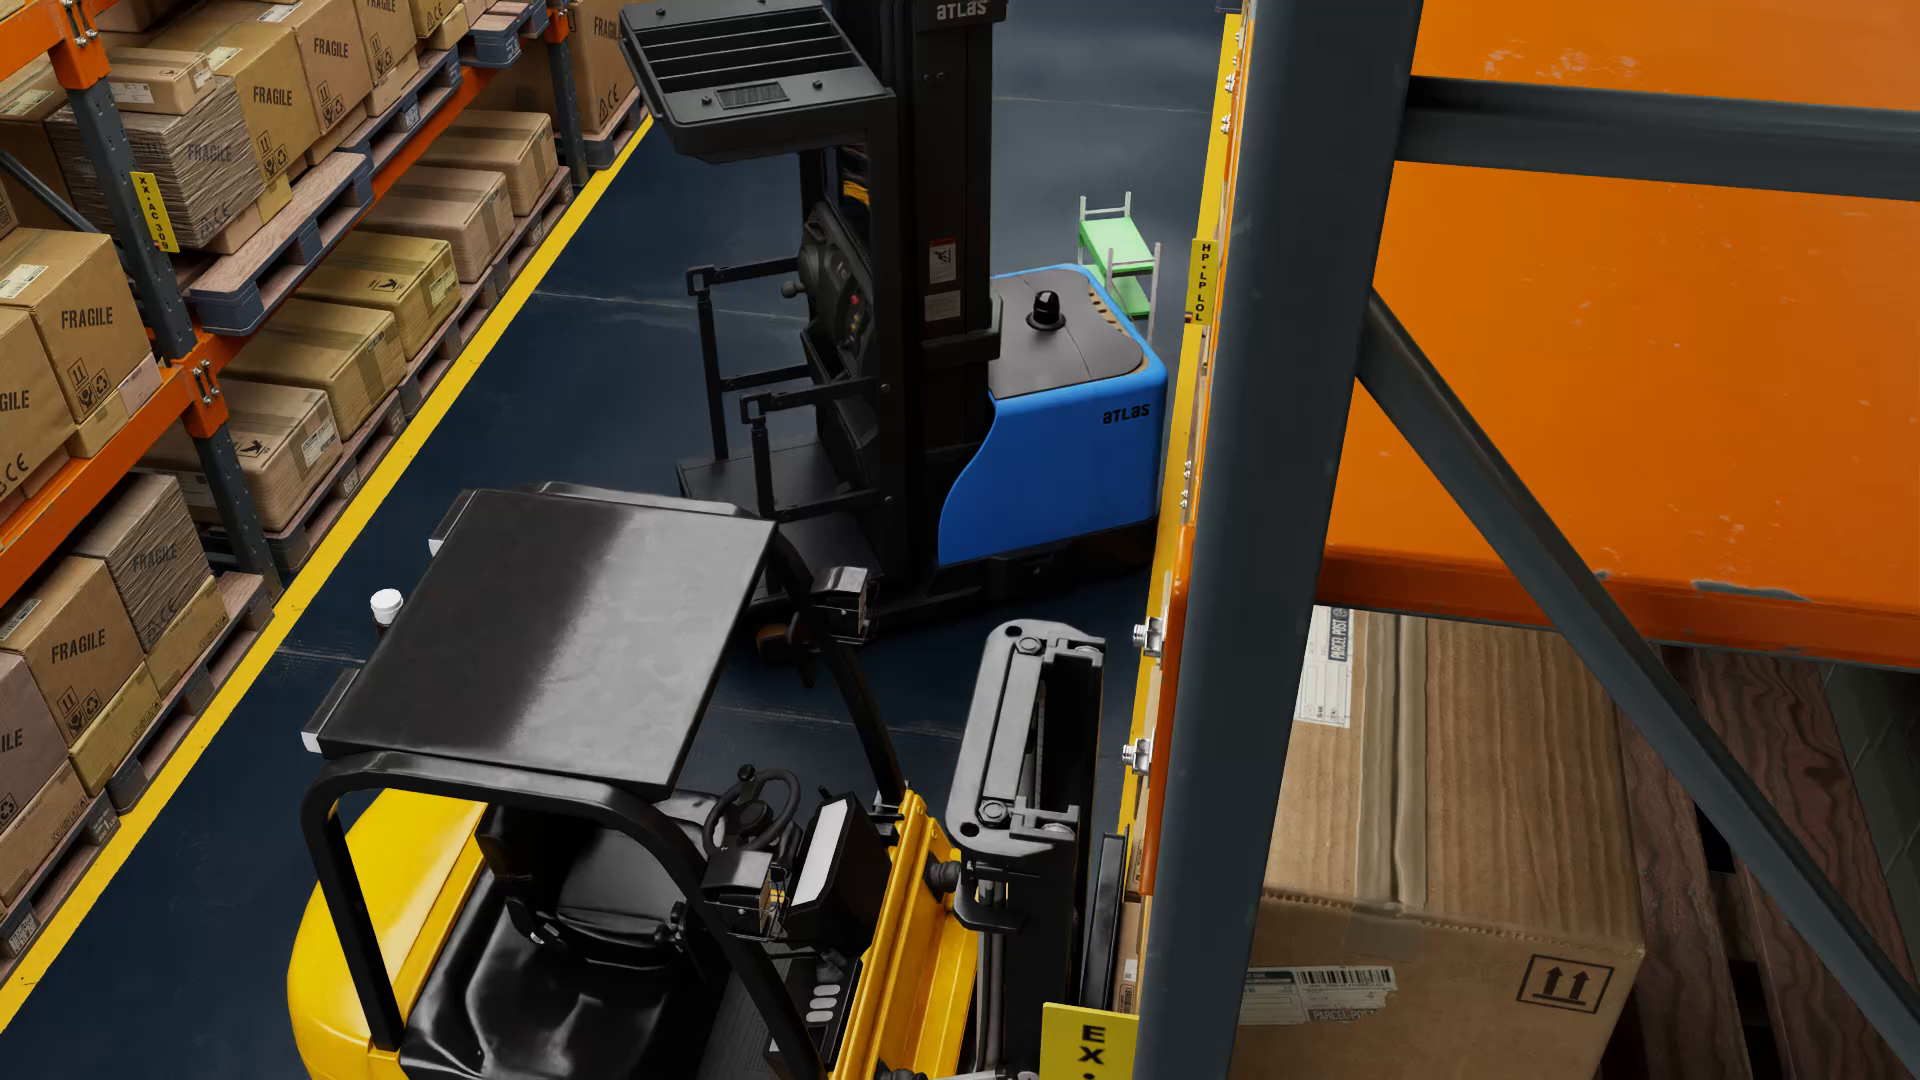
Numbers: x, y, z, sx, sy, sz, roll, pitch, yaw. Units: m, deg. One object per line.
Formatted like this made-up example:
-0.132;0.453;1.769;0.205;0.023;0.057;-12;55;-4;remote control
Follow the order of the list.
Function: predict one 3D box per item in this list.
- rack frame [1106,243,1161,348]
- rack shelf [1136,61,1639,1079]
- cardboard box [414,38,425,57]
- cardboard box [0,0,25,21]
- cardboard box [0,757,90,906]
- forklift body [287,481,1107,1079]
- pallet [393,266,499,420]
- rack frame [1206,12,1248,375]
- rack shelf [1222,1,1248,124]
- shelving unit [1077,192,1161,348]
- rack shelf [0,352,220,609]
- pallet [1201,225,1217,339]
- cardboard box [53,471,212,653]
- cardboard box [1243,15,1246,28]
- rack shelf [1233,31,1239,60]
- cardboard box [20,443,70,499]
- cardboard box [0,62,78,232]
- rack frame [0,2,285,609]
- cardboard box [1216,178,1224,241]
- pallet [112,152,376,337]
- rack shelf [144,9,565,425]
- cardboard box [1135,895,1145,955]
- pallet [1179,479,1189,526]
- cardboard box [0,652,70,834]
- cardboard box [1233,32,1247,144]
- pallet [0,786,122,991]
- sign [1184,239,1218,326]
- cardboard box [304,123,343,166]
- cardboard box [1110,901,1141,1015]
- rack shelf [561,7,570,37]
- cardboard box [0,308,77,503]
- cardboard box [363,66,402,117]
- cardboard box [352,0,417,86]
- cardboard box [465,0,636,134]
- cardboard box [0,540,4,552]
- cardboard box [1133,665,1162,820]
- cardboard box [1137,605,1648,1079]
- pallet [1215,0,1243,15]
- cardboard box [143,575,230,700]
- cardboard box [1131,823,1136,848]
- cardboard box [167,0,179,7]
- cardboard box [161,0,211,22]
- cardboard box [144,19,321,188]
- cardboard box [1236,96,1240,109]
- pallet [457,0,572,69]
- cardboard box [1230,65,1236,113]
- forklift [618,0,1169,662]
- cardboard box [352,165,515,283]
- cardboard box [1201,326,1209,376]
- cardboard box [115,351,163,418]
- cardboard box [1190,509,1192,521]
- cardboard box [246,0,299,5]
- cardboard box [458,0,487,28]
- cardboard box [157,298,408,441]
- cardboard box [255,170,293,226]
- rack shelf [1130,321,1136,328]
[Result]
0.783;-0.857;7.846;0.240;1.200;0.015;-7;40;-9;rack frame
1.008;-0.019;3.629;1.077;0.370;4.000;6;40;8;rack shelf
-2.896;-2.469;8.250;0.380;0.149;0.250;7;40;8;cardboard box
-3.289;-1.767;5.377;0.380;0.149;0.250;7;40;8;cardboard box
-3.548;1.012;6.000;0.500;0.250;0.500;7;40;8;cardboard box
-0.807;1.051;4.791;2.313;2.155;1.214;6;40;8;forklift body
-3.193;-1.122;8.941;1.003;0.211;1.213;6;40;8;pallet
1.354;-0.395;5.874;1.000;3.000;0.127;6;40;8;rack frame
1.700;-2.529;6.665;1.077;0.370;4.000;6;40;8;rack shelf
0.735;-1.010;8.030;0.258;1.200;0.503;-7;40;-9;shelving unit
-3.881;0.592;5.244;1.077;0.370;4.000;6;40;8;rack shelf
1.865;-1.318;9.179;1.003;0.211;1.213;6;40;8;pallet
-3.373;0.070;6.551;0.500;0.500;0.500;6;40;7;cardboard box
1.641;-2.475;8.114;0.500;0.250;0.500;8;40;9;cardboard box
2.392;-3.883;10.657;1.077;0.370;4.000;6;40;8;rack shelf
-3.449;-0.295;5.950;0.380;0.149;0.250;7;40;8;cardboard box
-3.681;-1.570;6.654;0.500;0.500;0.500;6;40;7;cardboard box
-3.535;-0.940;6.533;1.000;3.000;0.127;6;40;8;rack frame
1.269;-1.190;6.560;0.500;0.250;0.500;5;40;7;cardboard box
-3.260;-1.330;7.155;1.003;0.211;1.213;6;40;8;pallet
-3.189;-1.918;8.280;1.077;0.370;4.000;6;40;8;rack shelf
0.752;0.776;4.379;0.500;0.500;0.500;7;40;8;cardboard box
1.443;0.213;7.327;1.003;0.211;1.213;6;40;8;pallet
-3.547;0.710;5.778;0.500;0.500;0.500;8;40;10;cardboard box
0.970;-1.222;4.182;0.500;0.311;0.500;7;40;9;cardboard box
-3.825;1.328;5.978;1.003;0.211;1.213;6;40;8;pallet
0.818;-0.864;5.595;0.100;0.325;0.005;6;40;8;sign
-3.017;-1.816;7.460;0.380;0.149;0.250;7;40;8;cardboard box
0.690;1.348;4.809;0.500;0.250;0.500;6;40;7;cardboard box
-2.497;-4.428;11.317;1.077;0.370;4.000;6;40;8;rack shelf
-3.450;-0.463;5.644;0.500;0.500;0.500;8;40;9;cardboard box
-2.875;-2.132;7.842;0.380;0.149;0.250;8;40;9;cardboard box
-2.908;-2.464;7.735;0.500;0.500;0.500;5;40;6;cardboard box
-2.642;-3.218;10.626;0.875;0.875;0.875;6;40;7;cardboard box
-3.463;0.030;5.557;0.380;0.149;0.250;6;40;7;cardboard box
0.863;0.706;5.585;0.500;0.250;0.500;6;40;8;cardboard box
0.499;0.416;2.053;0.500;0.500;0.500;8;40;9;cardboard box
2.095;-3.265;9.495;1.213;0.211;1.003;6;40;8;pallet
-3.373;0.359;6.791;0.500;0.250;0.500;8;40;10;cardboard box
0.783;1.210;5.368;0.500;0.250;0.500;6;40;7;cardboard box
-3.547;-2.428;7.182;0.380;0.149;0.250;5;40;6;cardboard box
-3.502;-2.205;7.421;0.500;0.500;0.500;8;40;9;cardboard box
-3.086;-1.832;6.970;0.500;0.500;0.500;7;40;8;cardboard box
0.798;-0.802;3.709;0.396;0.266;0.258;6;40;7;cardboard box
-2.861;-2.917;9.075;1.213;0.211;1.003;6;40;8;pallet
1.356;-1.902;7.109;0.380;0.149;0.250;5;40;6;cardboard box
-0.684;-0.990;6.647;3.031;2.935;1.130;-12;41;-15;forklift
-3.070;-1.782;9.284;0.950;0.372;0.625;6;40;7;cardboard box
1.184;-0.682;6.339;0.500;0.250;0.500;7;40;9;cardboard box
-3.291;-0.608;6.328;0.380;0.149;0.250;6;40;7;cardboard box
0.863;-0.037;4.853;0.380;0.149;0.250;7;40;9;cardboard box
-3.019;-2.454;7.214;0.380;0.149;0.250;9;40;10;cardboard box
-2.694;-2.787;8.635;0.380;0.149;0.250;5;40;6;cardboard box
-3.326;-0.870;8.181;0.950;0.372;0.625;9;40;10;cardboard box
-3.077;-1.473;7.045;0.380;0.149;0.250;7;40;9;cardboard box
0.735;-0.961;8.071;0.258;0.148;0.480;-7;40;-9;rack shelf
